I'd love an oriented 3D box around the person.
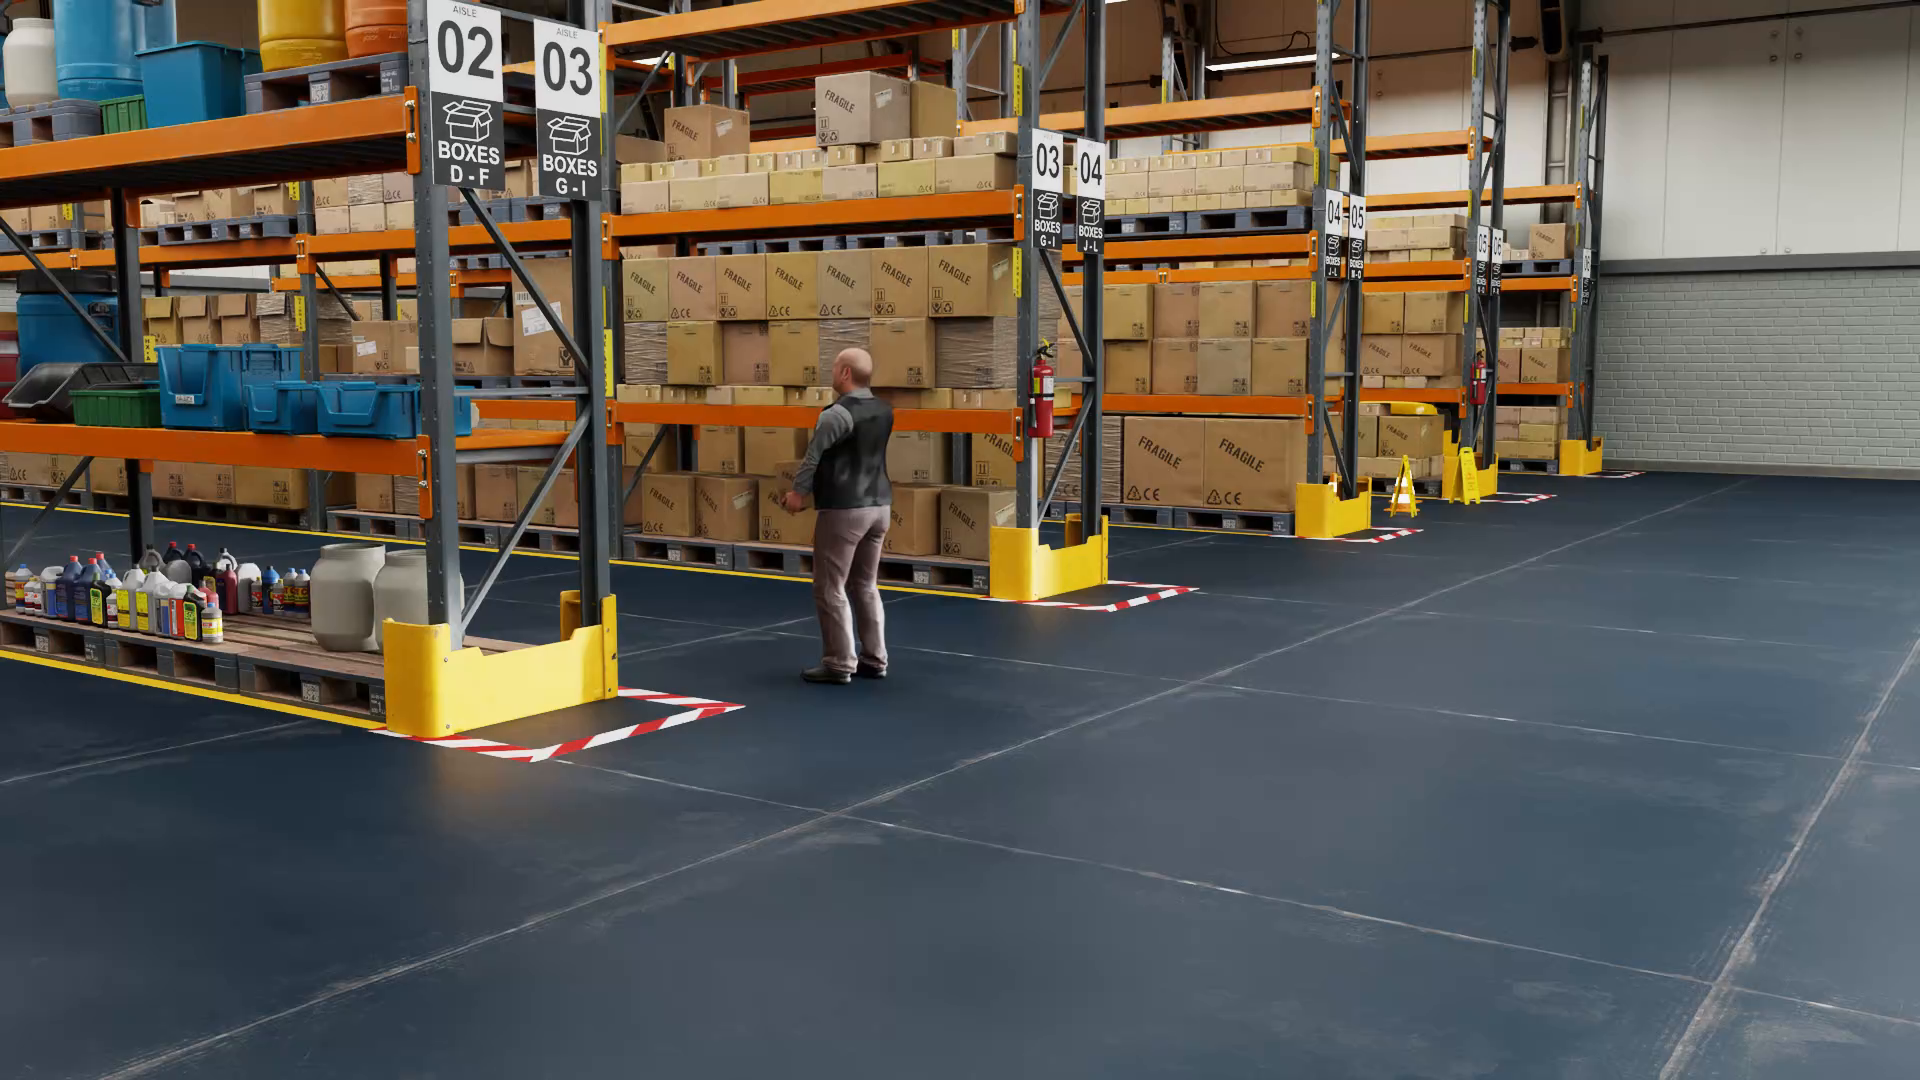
[{"bbox_3d":[-0.640,-0.128,8.582,0.546,1.717,0.495,4,8,34],"label":"person"}]
